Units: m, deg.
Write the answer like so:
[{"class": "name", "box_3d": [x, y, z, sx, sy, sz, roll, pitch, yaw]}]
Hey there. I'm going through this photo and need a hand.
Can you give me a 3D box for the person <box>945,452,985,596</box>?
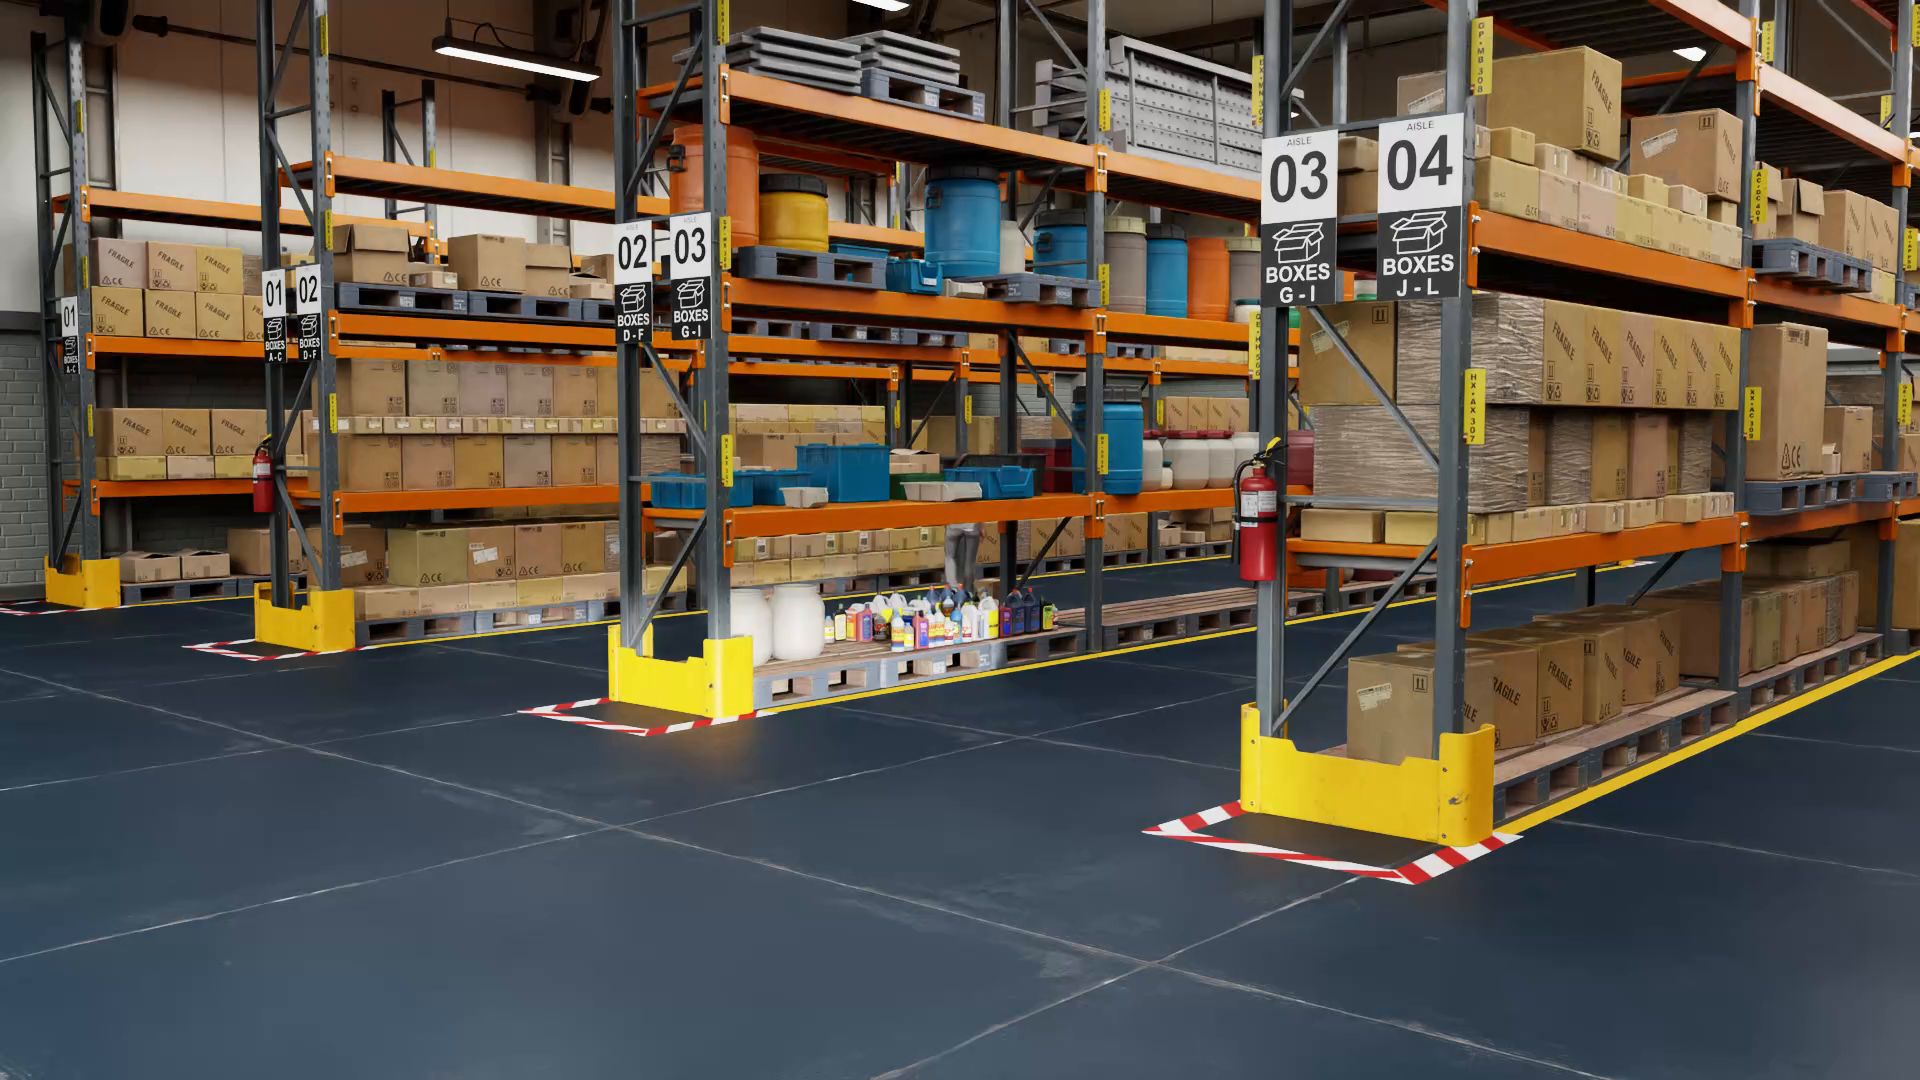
[{"class": "person", "box_3d": [0.049, -0.099, 17.058, 0.435, 1.598, 0.419, 0, 4, 1]}]
